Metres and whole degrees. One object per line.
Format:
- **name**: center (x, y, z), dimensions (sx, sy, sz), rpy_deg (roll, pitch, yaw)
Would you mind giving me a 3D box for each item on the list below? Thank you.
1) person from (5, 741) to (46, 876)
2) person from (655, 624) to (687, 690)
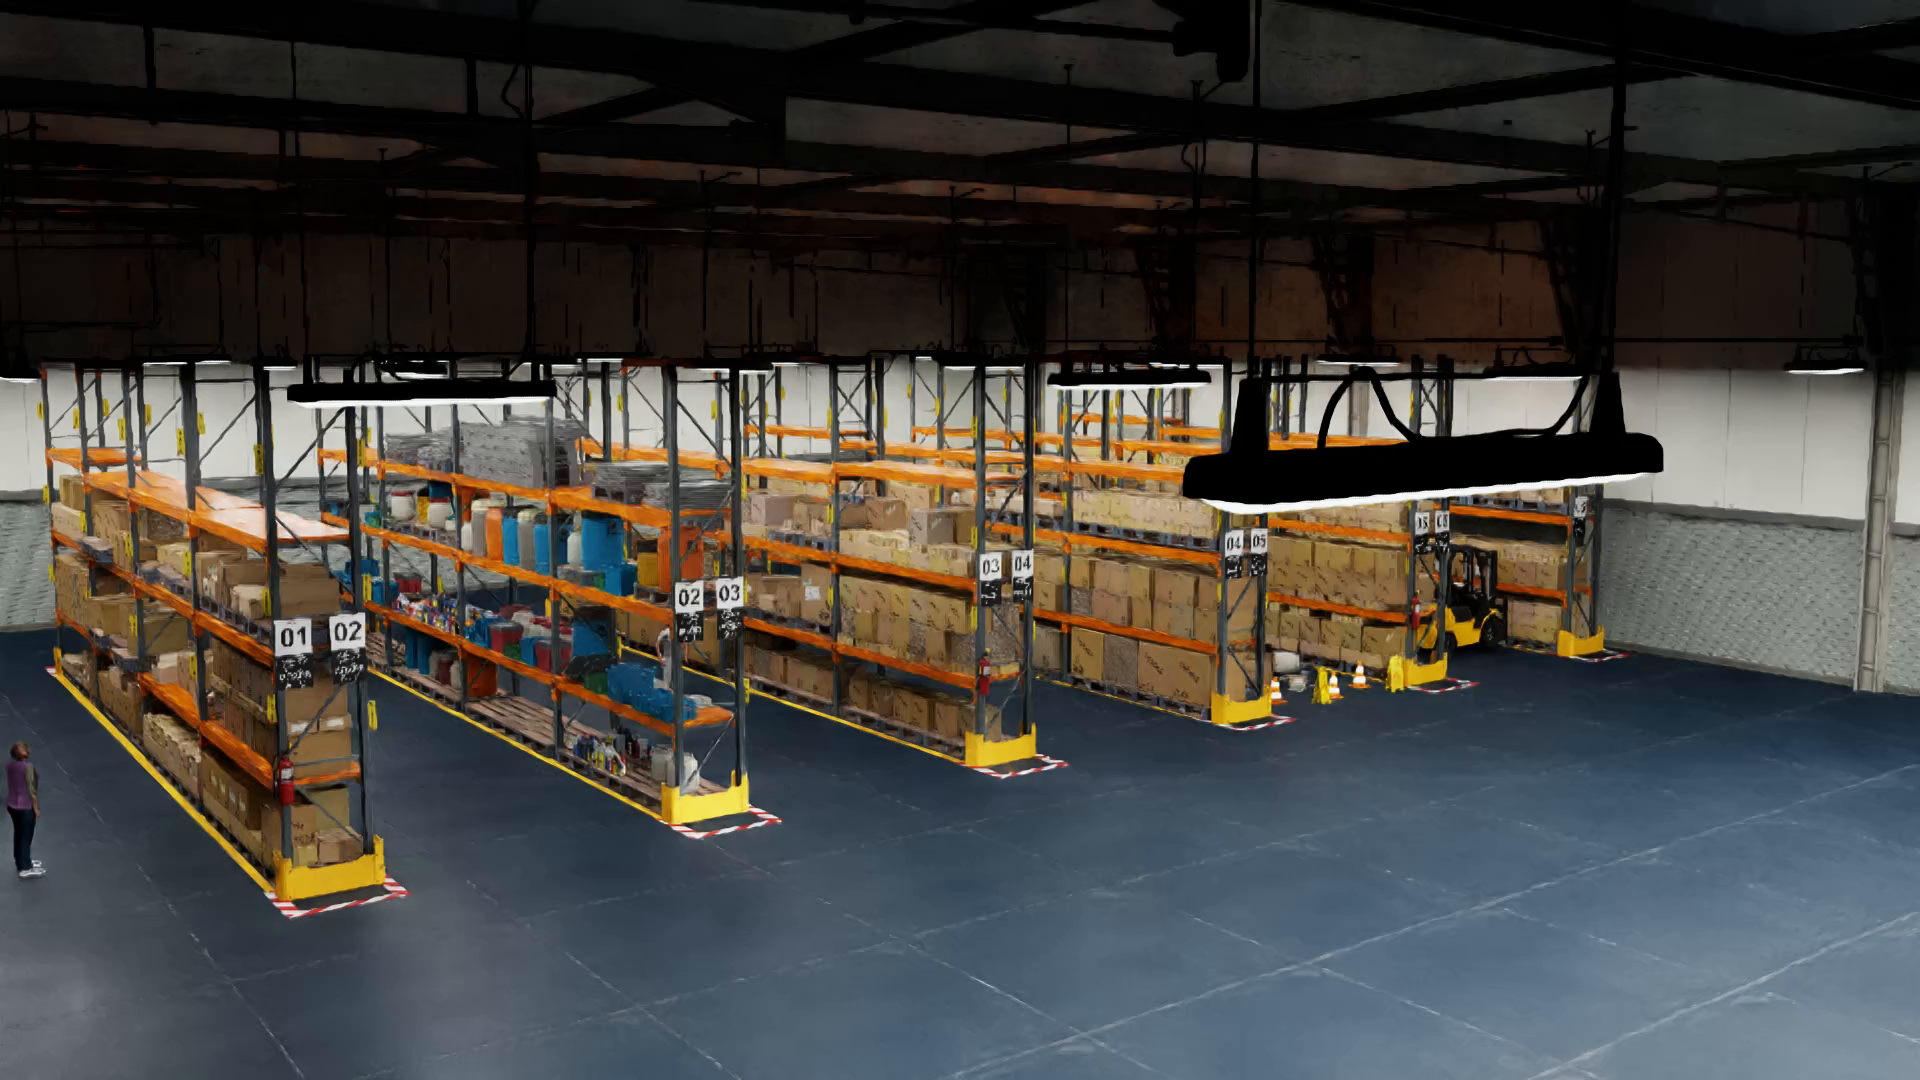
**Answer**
- **person**: center (-11.091, 3.165, 19.735), dimensions (0.464, 1.599, 0.409), rpy_deg (3, 8, 25)
- **person**: center (-5.004, 2.073, 28.872), dimensions (0.580, 1.616, 0.473), rpy_deg (-5, 9, -38)
